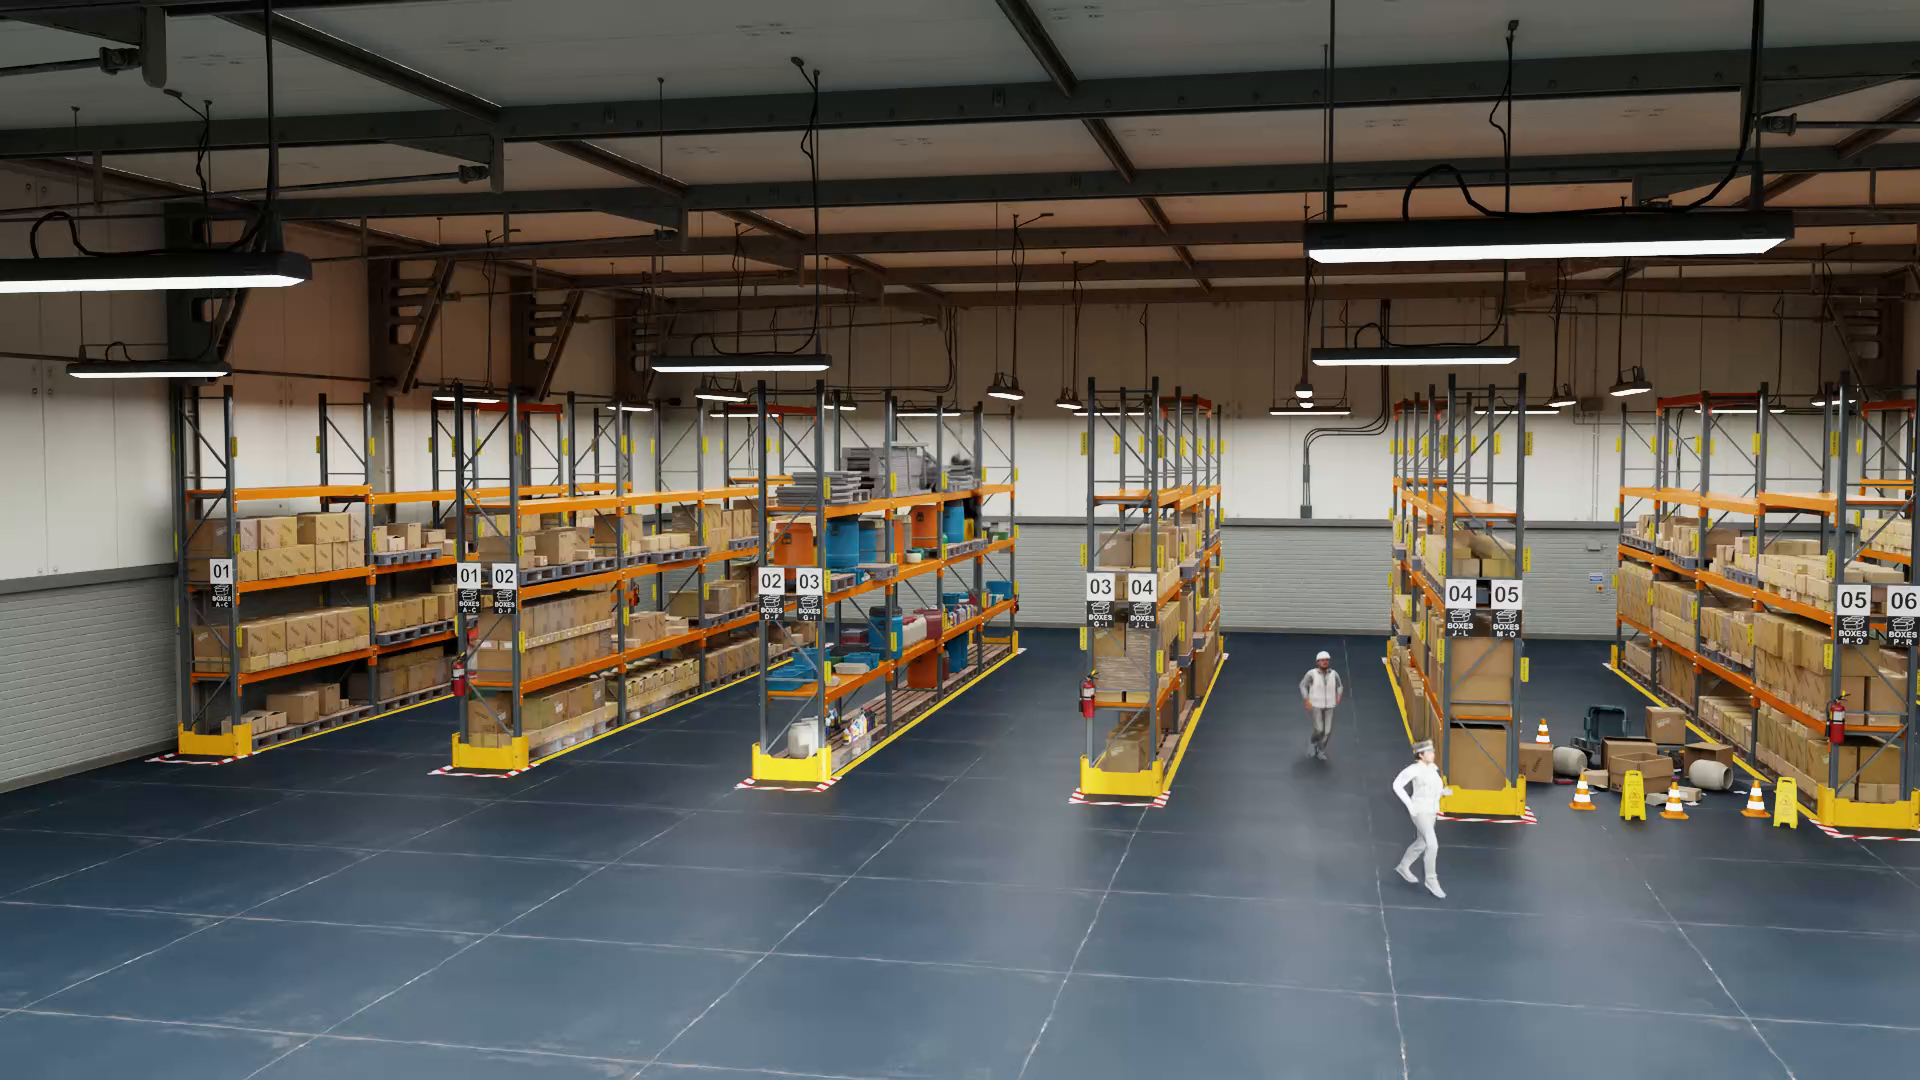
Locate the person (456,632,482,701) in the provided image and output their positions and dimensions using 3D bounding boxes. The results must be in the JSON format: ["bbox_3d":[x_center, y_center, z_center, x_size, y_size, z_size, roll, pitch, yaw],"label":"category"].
[{"bbox_3d":[-8.394,2.463,28.658,0.658,1.757,1.023,0,3,7],"label":"person"}]

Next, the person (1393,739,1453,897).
[{"bbox_3d":[5.219,3.107,18.782,0.602,1.746,0.728,-3,4,-41],"label":"person"}]

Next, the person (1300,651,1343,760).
[{"bbox_3d":[5.802,2.647,26.509,0.670,1.738,0.564,0,3,-6],"label":"person"}]
